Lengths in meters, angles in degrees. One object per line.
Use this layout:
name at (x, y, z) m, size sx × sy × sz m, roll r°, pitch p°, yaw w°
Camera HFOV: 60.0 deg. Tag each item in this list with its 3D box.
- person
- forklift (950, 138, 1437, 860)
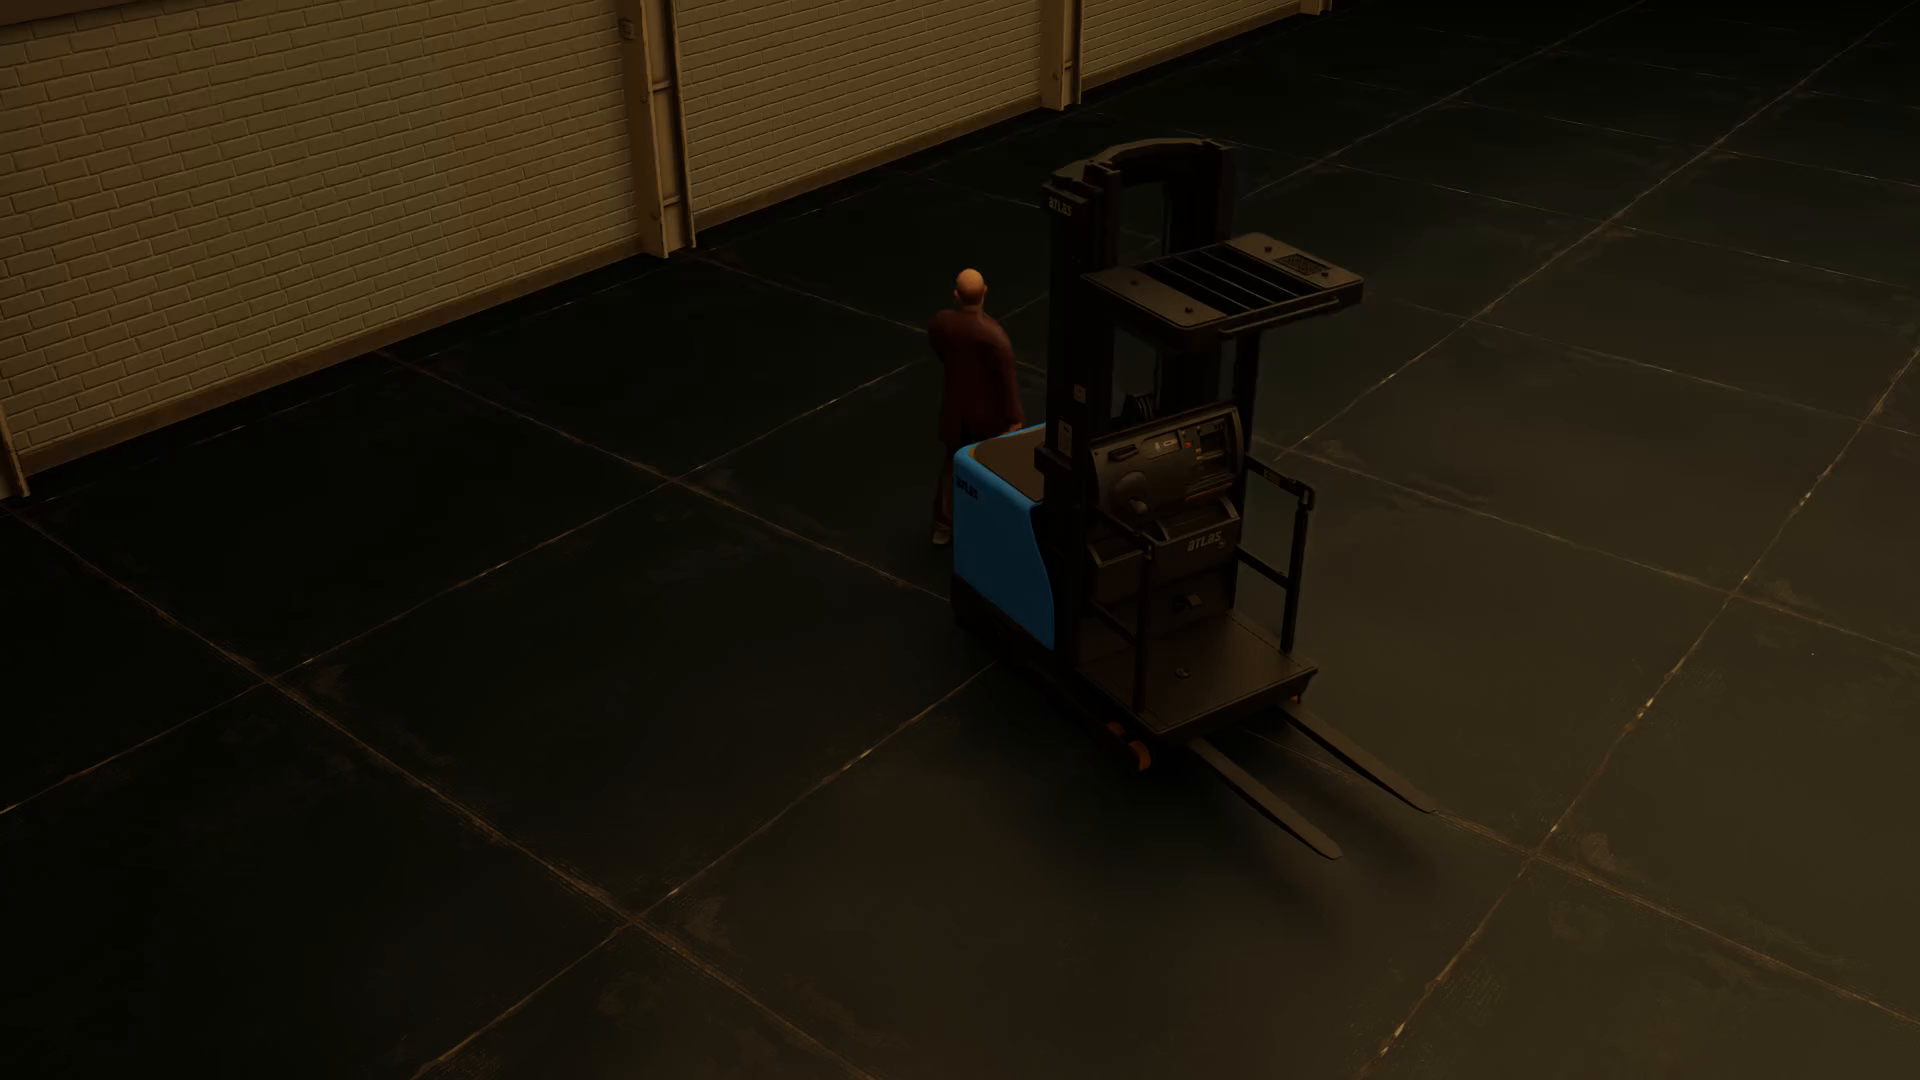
person at (0.155, -0.854, 10.250) m, size 0.722 × 1.737 × 0.825 m, roll 18°, pitch 35°, yaw 27°
forklift at (1.164, -0.351, 8.195) m, size 1.130 × 2.935 × 3.031 m, roll -18°, pitch 35°, yaw -28°
